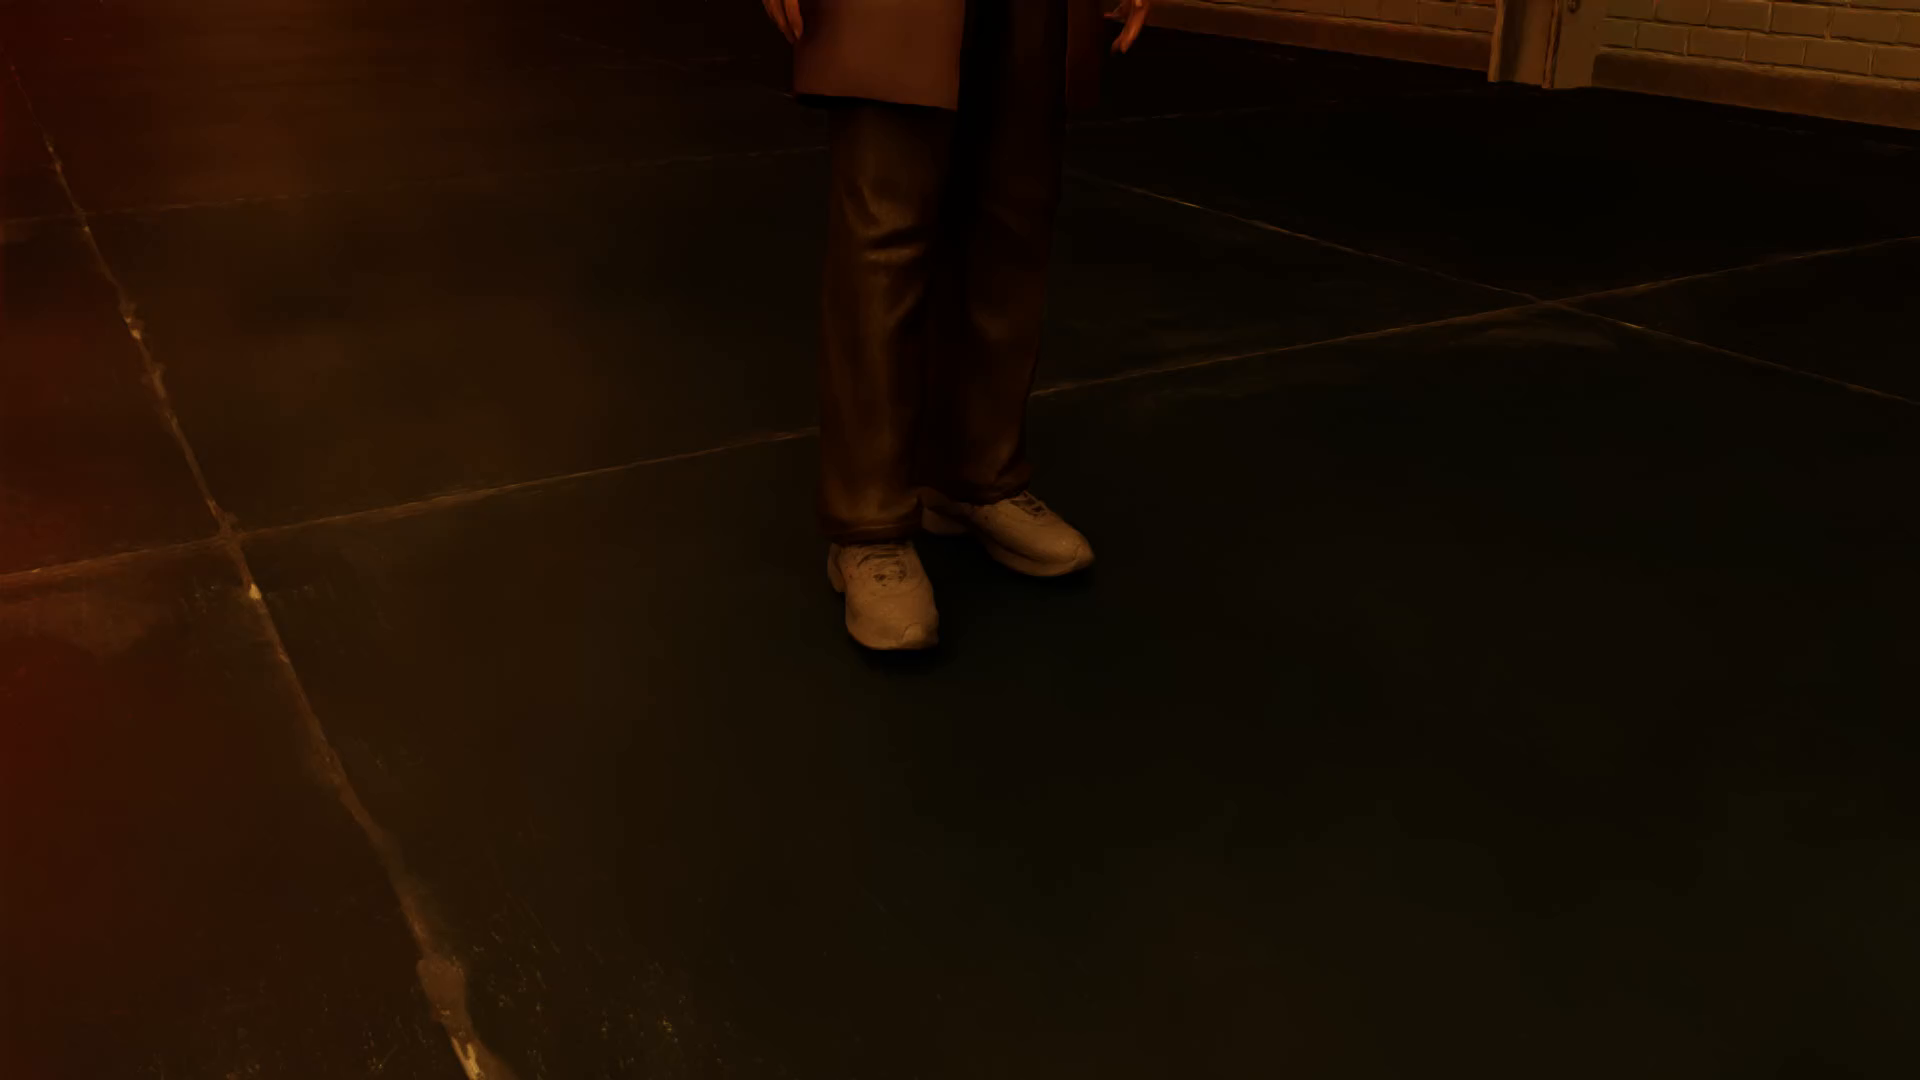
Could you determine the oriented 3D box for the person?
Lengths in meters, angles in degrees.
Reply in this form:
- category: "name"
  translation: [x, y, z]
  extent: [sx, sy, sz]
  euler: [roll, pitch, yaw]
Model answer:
- category: "person"
  translation: [0.042, -0.798, 2.219]
  extent: [0.694, 1.776, 0.580]
  euler: [-12, 25, -28]
